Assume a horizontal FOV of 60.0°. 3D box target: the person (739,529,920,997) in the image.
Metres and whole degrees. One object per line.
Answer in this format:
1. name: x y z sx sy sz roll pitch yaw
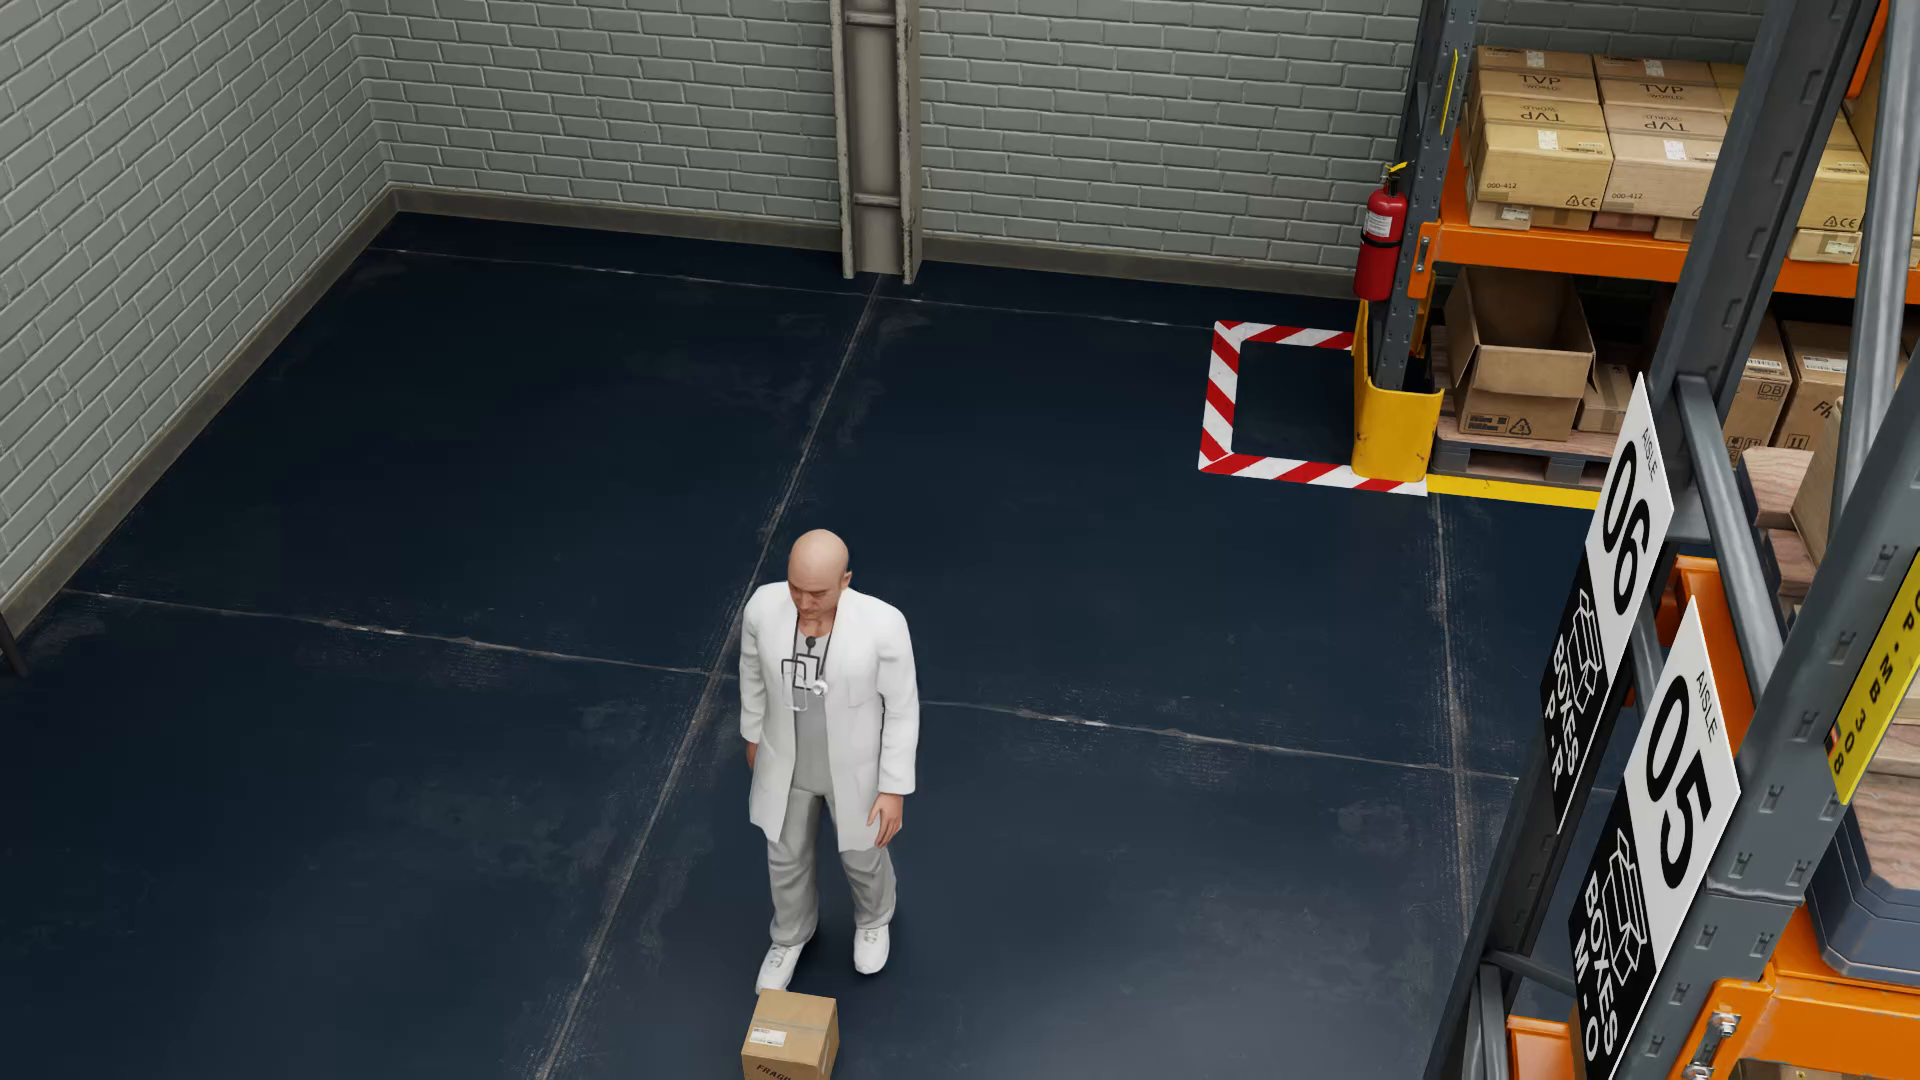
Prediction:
1. person: -0.439 0.753 5.253 0.629 1.791 0.540 9 41 11
